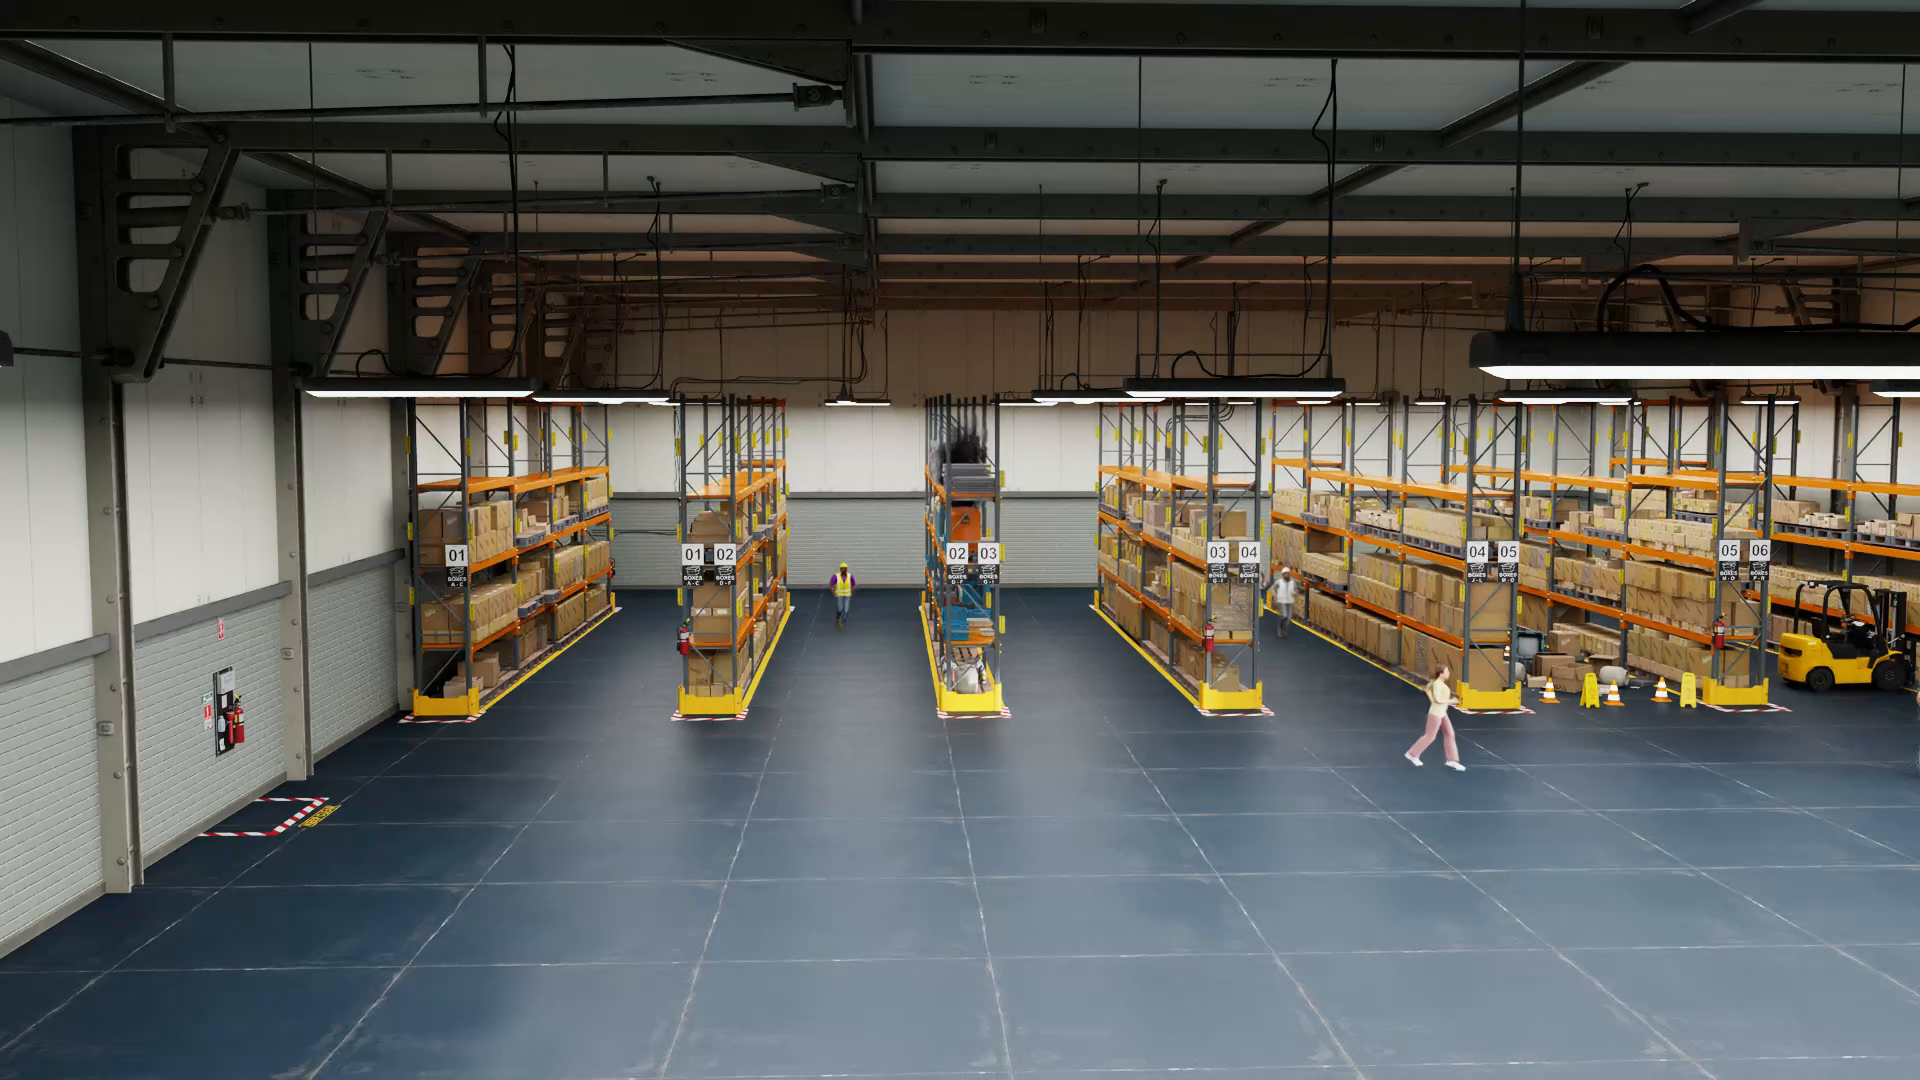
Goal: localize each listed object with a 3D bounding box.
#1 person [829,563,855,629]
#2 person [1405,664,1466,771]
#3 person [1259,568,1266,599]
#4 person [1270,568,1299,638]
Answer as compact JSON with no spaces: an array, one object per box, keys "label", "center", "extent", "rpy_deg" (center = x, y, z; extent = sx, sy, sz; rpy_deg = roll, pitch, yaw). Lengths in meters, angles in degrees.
[{"label":"person","center":[-3.021,1.457,43.054],"extent":[0.676,1.720,0.571],"rpy_deg":[-1,5,-15]},{"label":"person","center":[7.541,2.795,26.342],"extent":[0.927,1.682,0.540],"rpy_deg":[2,5,24]},{"label":"person","center":[7.836,1.350,44.311],"extent":[0.664,1.780,0.873],"rpy_deg":[0,5,0]},{"label":"person","center":[8.128,1.565,41.473],"extent":[0.637,1.751,0.670],"rpy_deg":[-1,5,-8]}]
